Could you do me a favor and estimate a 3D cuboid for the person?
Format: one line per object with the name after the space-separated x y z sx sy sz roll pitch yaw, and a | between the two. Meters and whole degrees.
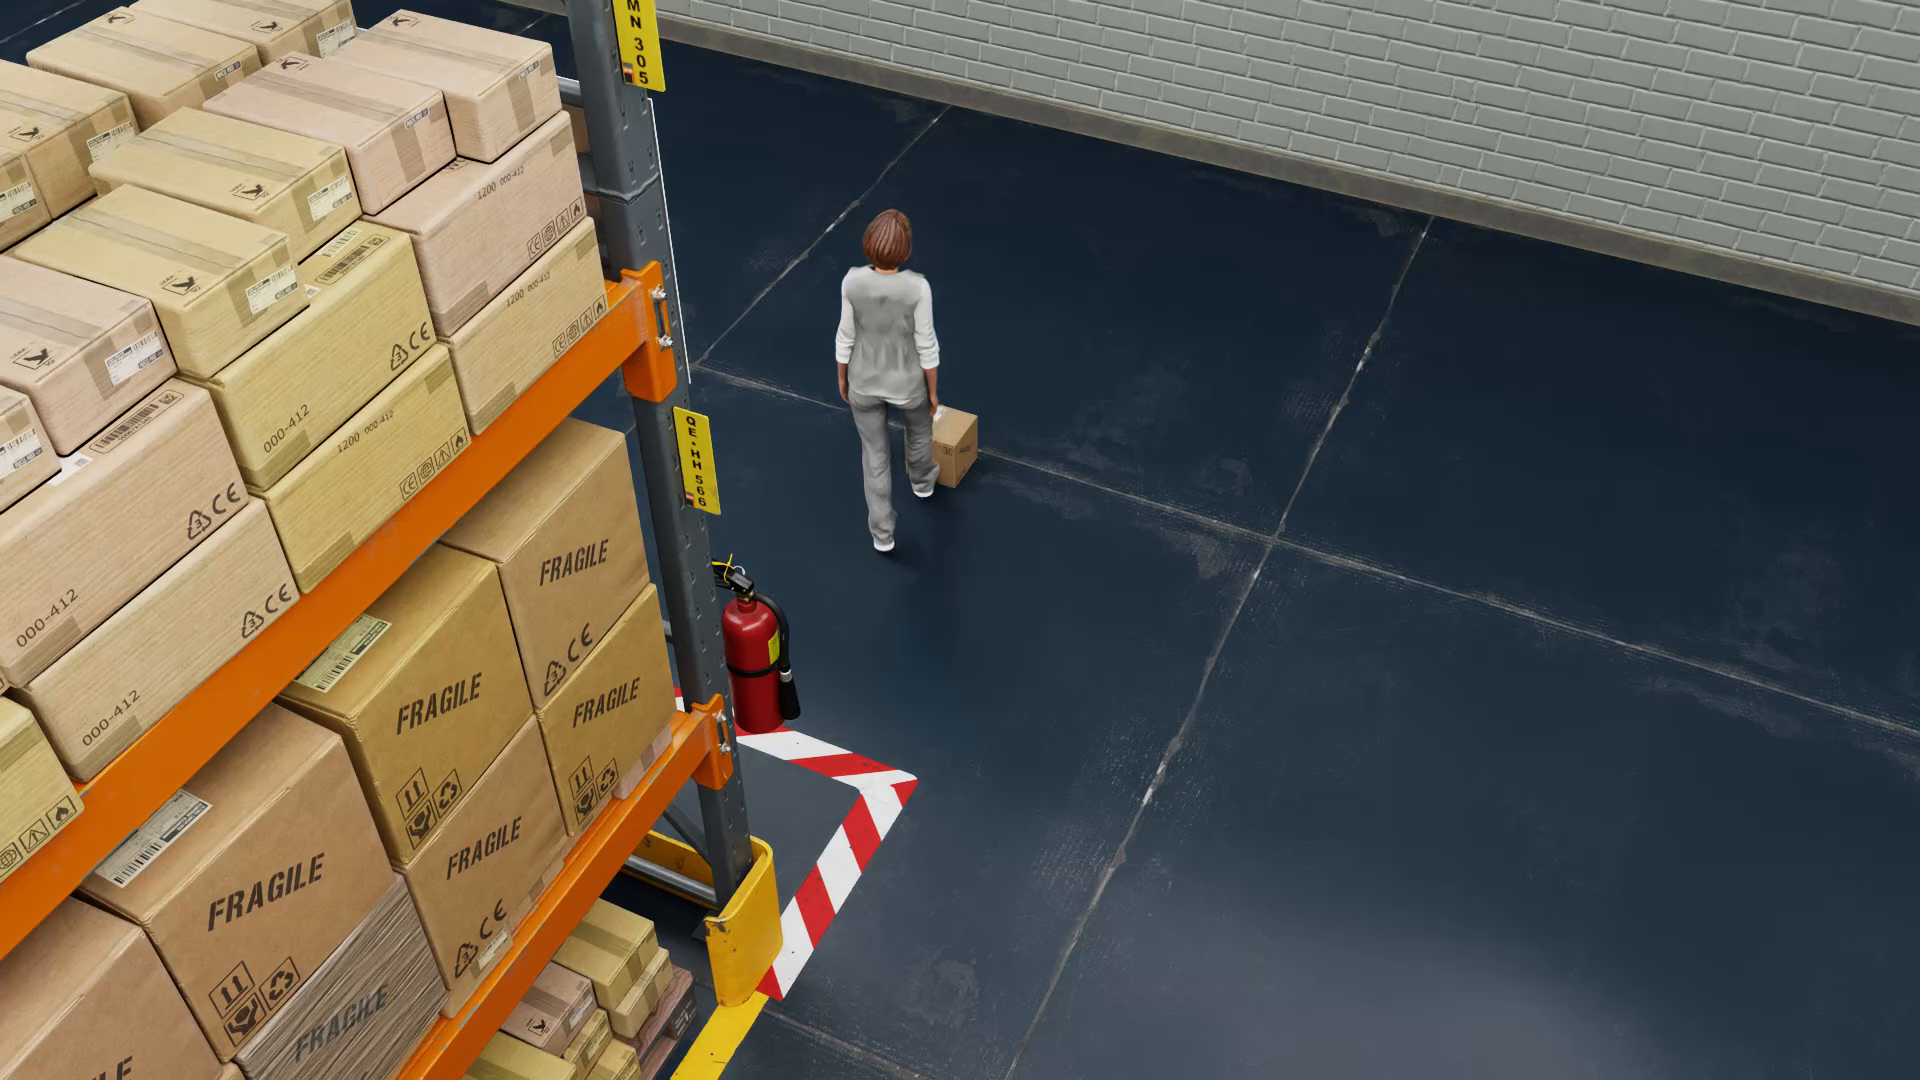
-0.283 -0.723 6.942 0.429 1.590 0.653 3 43 4 | person
